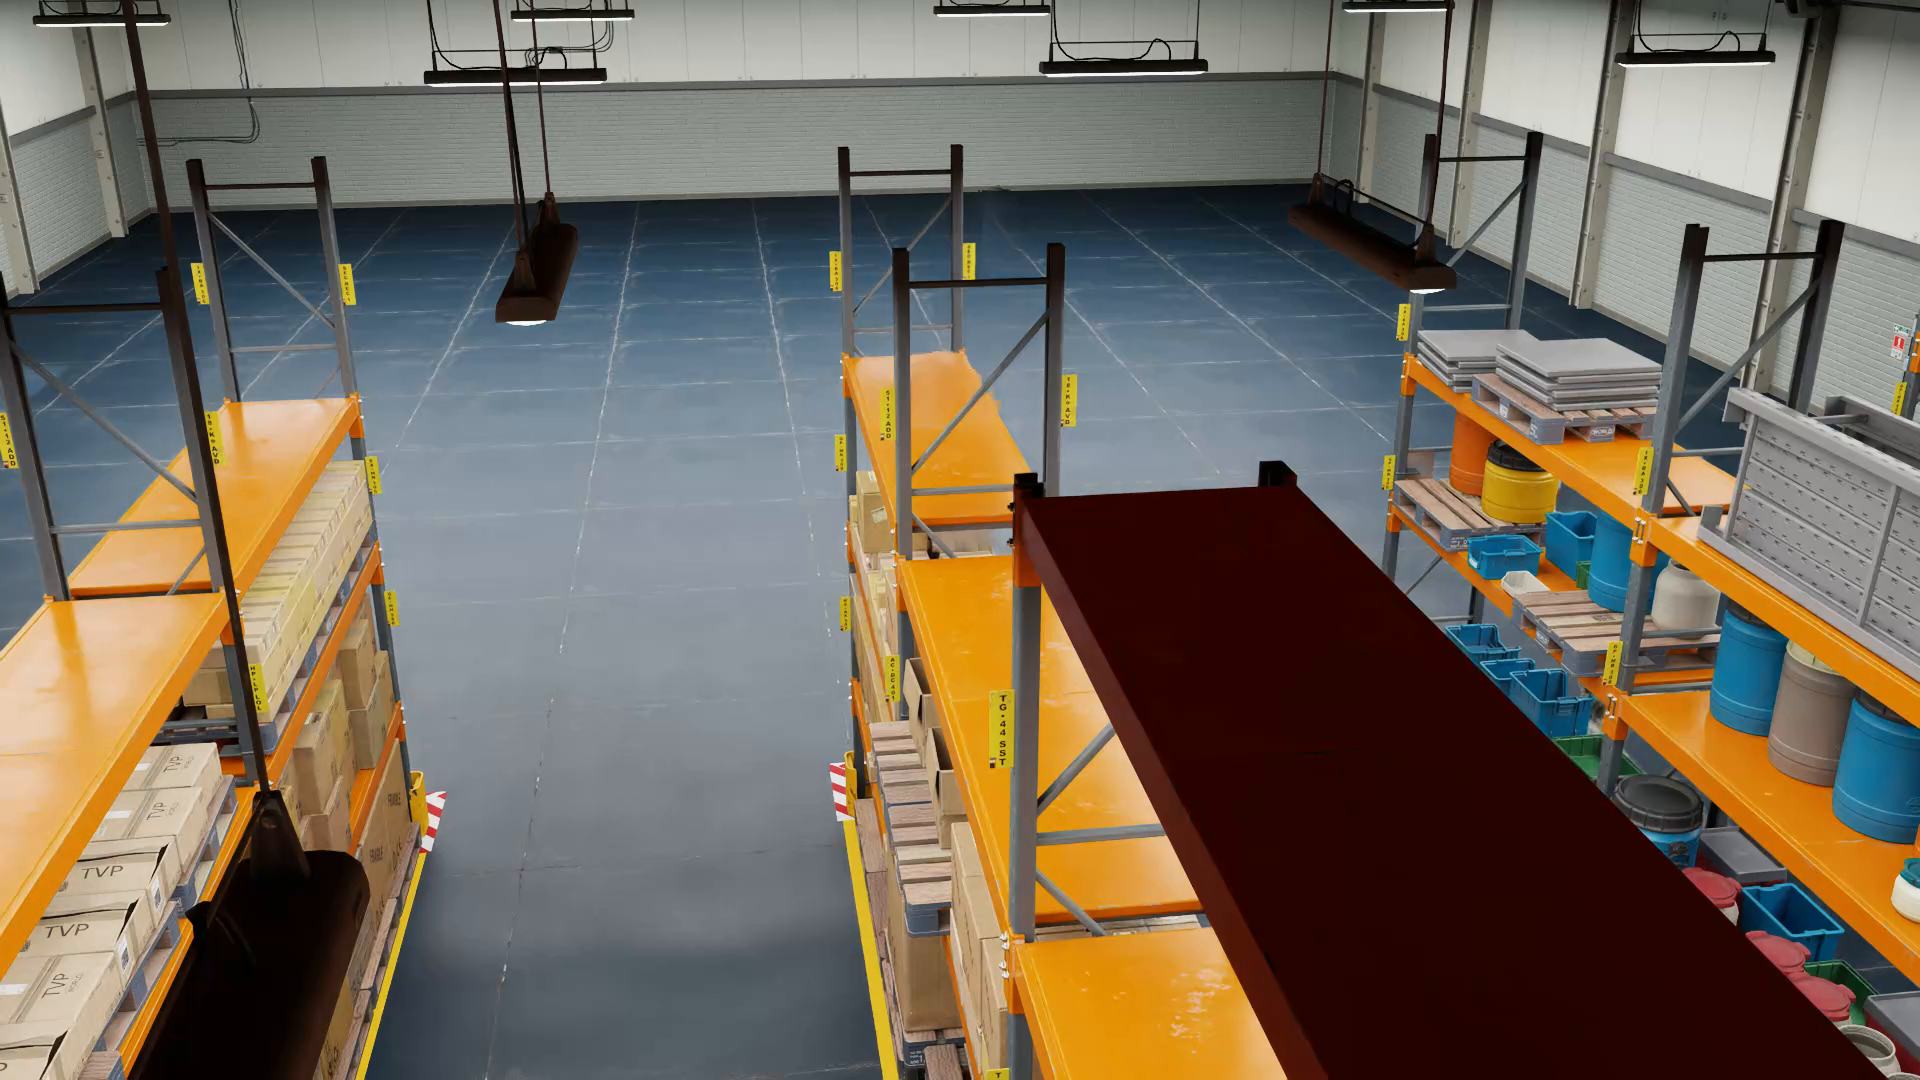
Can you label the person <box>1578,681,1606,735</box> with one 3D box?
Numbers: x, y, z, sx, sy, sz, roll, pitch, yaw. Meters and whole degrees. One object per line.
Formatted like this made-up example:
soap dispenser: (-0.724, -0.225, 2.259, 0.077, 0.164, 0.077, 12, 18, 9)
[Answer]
person: (6.140, 1.437, 15.807, 0.658, 1.663, 0.523, -5, 22, -11)
